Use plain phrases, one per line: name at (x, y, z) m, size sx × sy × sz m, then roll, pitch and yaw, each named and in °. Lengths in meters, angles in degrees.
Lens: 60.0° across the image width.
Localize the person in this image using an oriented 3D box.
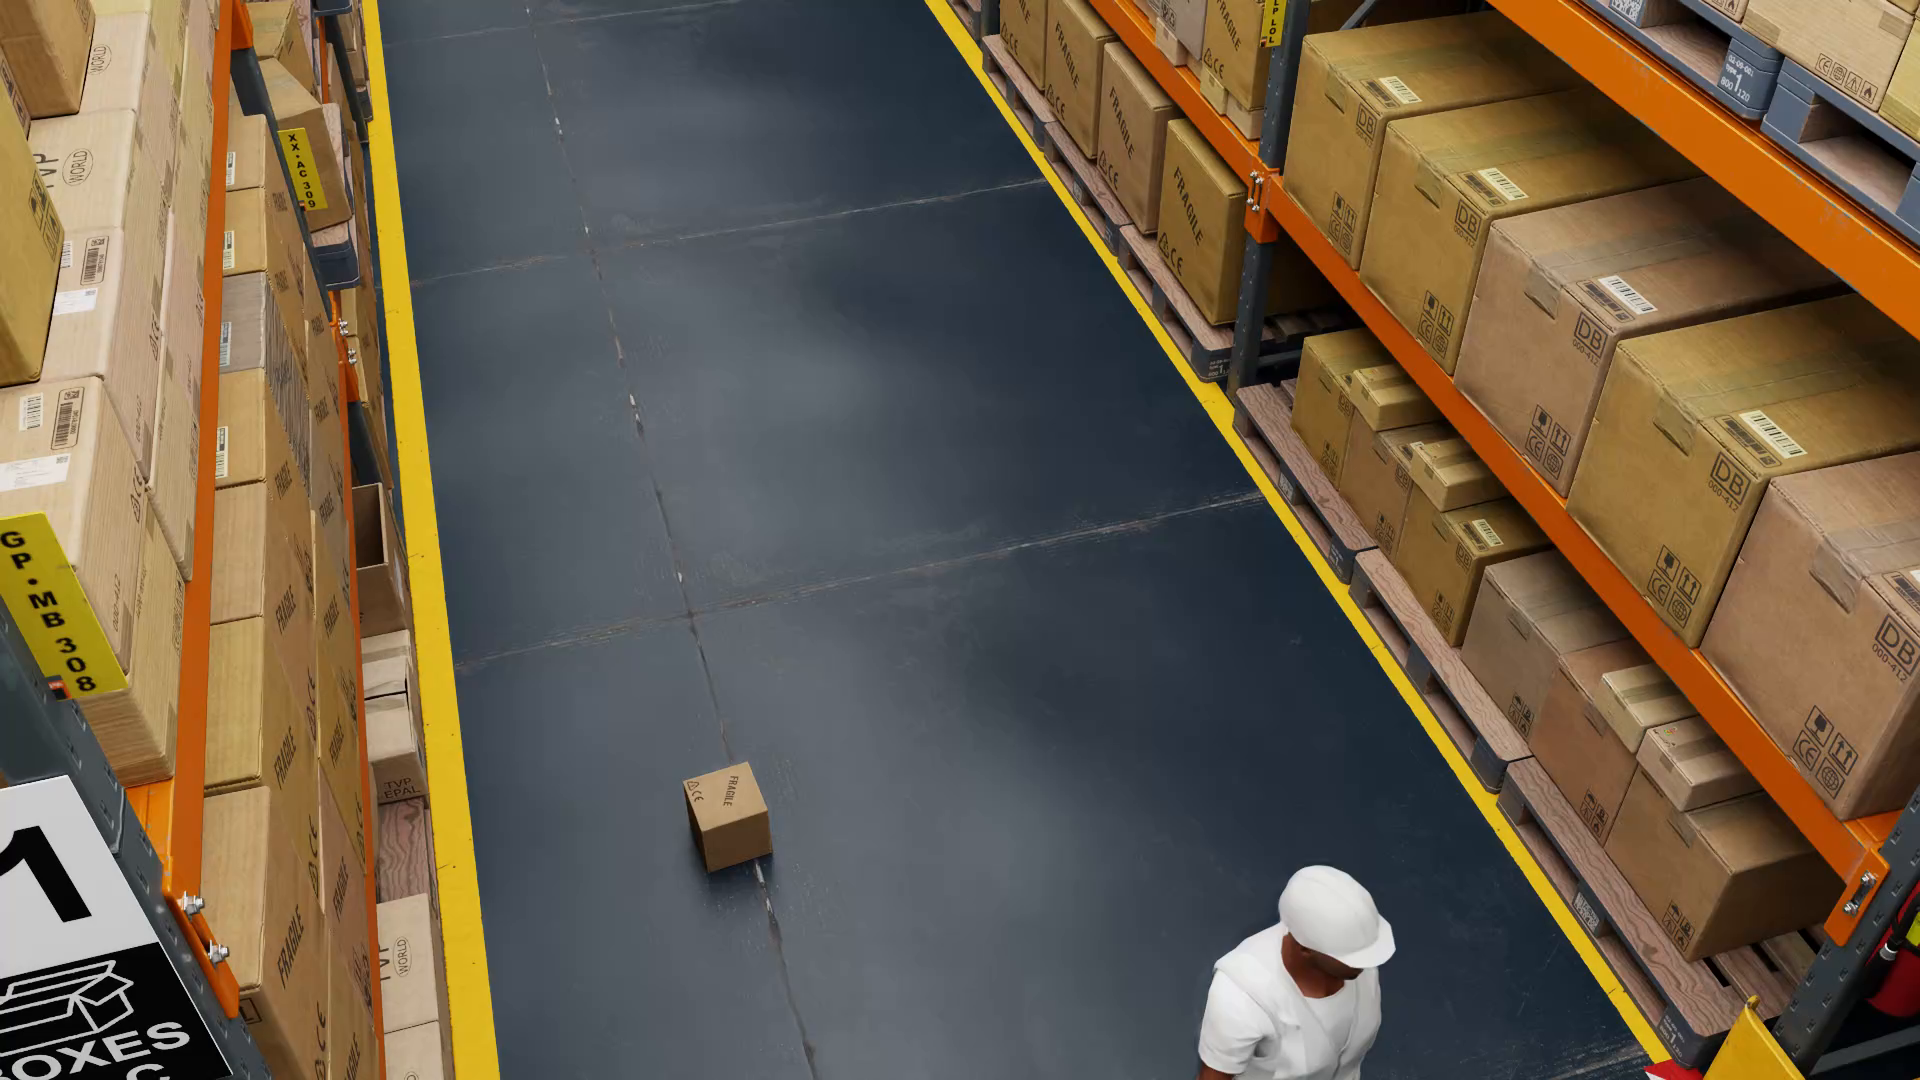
person at (0.849, 1.453, 4.485) m, size 0.601 × 1.755 × 0.510 m, roll -24°, pitch 47°, yaw -25°
